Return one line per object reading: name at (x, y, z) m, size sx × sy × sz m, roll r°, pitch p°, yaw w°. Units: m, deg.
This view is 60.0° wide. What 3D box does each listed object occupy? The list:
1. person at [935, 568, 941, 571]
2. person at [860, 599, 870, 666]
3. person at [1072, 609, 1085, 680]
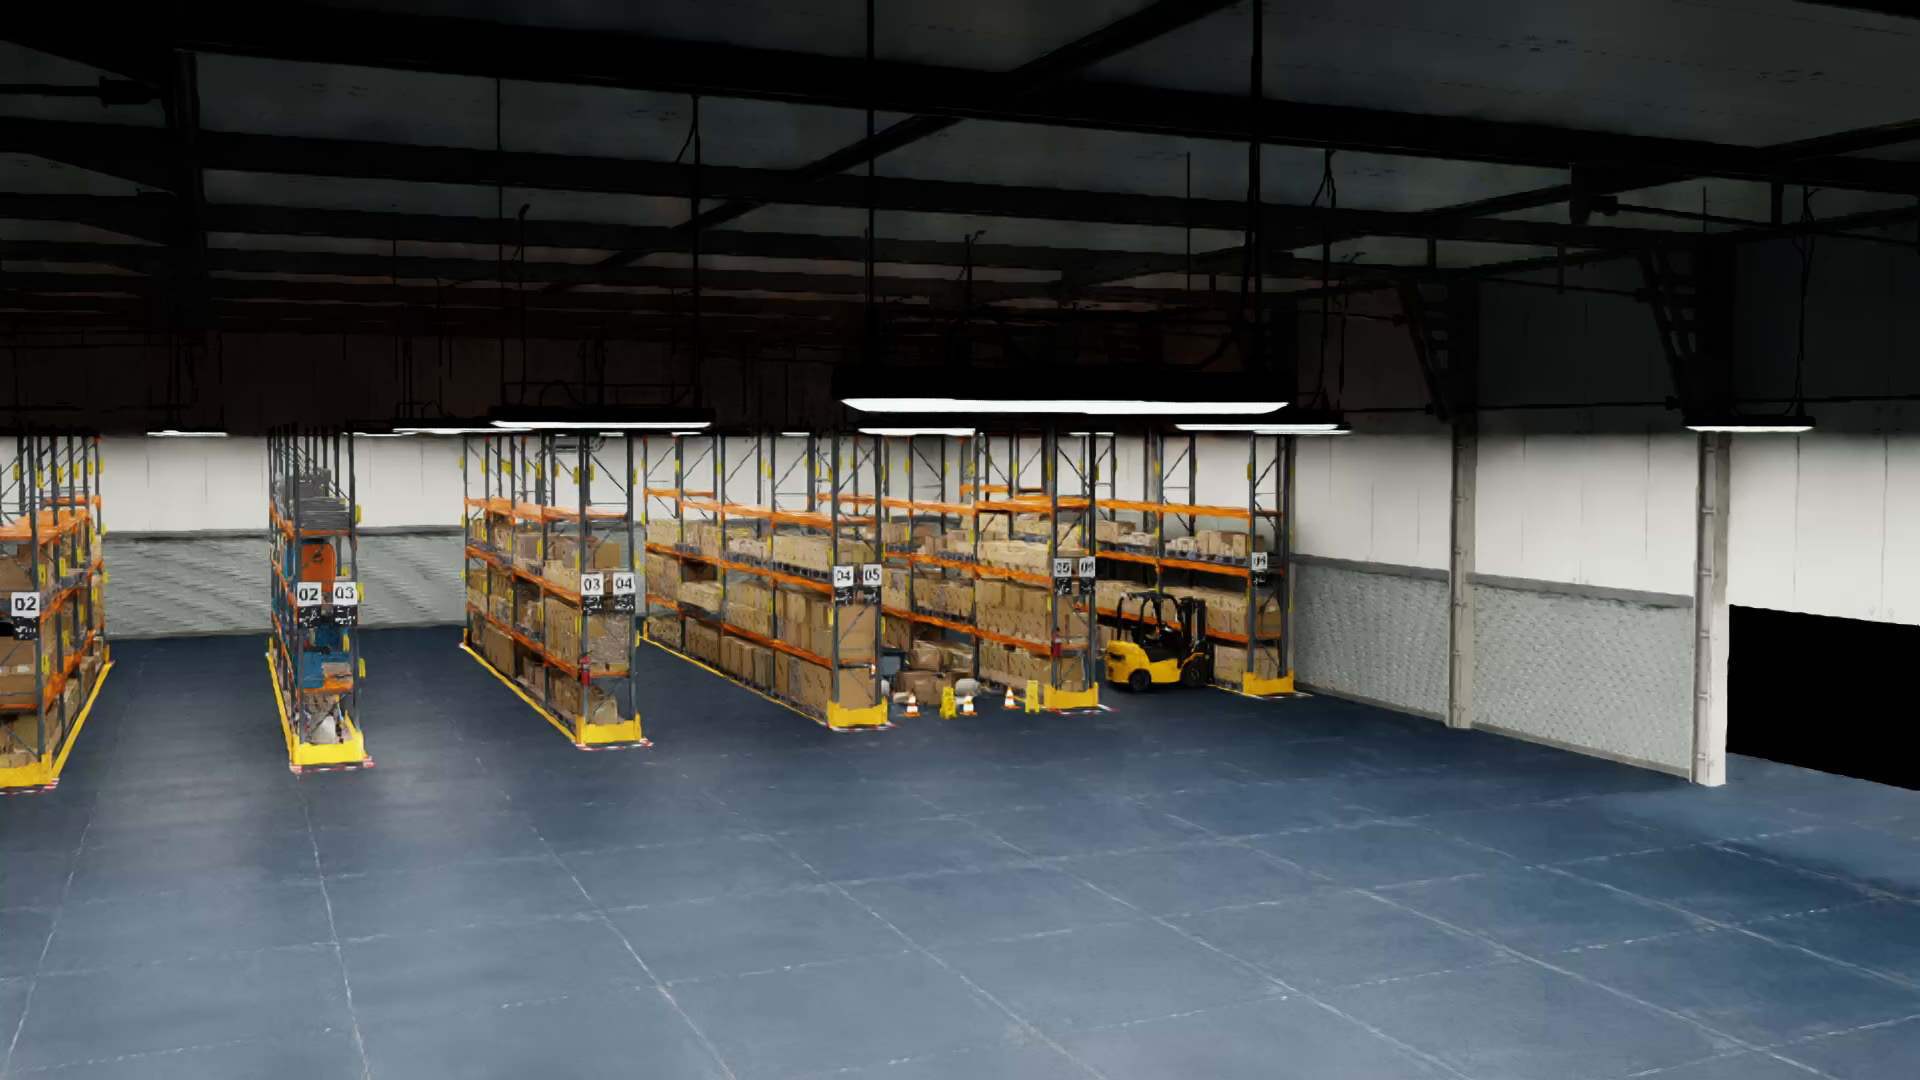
person at (-0.667, 1.739, 50.761) m, size 0.629 × 1.787 × 0.786 m, roll -2°, pitch 4°, yaw -31°
person at (-2.523, 2.318, 41.862) m, size 0.551 × 1.664 × 0.573 m, roll 0°, pitch 3°, yaw 2°
person at (2.735, 2.468, 39.383) m, size 0.477 × 1.675 × 0.487 m, roll 0°, pitch 4°, yaw 6°
